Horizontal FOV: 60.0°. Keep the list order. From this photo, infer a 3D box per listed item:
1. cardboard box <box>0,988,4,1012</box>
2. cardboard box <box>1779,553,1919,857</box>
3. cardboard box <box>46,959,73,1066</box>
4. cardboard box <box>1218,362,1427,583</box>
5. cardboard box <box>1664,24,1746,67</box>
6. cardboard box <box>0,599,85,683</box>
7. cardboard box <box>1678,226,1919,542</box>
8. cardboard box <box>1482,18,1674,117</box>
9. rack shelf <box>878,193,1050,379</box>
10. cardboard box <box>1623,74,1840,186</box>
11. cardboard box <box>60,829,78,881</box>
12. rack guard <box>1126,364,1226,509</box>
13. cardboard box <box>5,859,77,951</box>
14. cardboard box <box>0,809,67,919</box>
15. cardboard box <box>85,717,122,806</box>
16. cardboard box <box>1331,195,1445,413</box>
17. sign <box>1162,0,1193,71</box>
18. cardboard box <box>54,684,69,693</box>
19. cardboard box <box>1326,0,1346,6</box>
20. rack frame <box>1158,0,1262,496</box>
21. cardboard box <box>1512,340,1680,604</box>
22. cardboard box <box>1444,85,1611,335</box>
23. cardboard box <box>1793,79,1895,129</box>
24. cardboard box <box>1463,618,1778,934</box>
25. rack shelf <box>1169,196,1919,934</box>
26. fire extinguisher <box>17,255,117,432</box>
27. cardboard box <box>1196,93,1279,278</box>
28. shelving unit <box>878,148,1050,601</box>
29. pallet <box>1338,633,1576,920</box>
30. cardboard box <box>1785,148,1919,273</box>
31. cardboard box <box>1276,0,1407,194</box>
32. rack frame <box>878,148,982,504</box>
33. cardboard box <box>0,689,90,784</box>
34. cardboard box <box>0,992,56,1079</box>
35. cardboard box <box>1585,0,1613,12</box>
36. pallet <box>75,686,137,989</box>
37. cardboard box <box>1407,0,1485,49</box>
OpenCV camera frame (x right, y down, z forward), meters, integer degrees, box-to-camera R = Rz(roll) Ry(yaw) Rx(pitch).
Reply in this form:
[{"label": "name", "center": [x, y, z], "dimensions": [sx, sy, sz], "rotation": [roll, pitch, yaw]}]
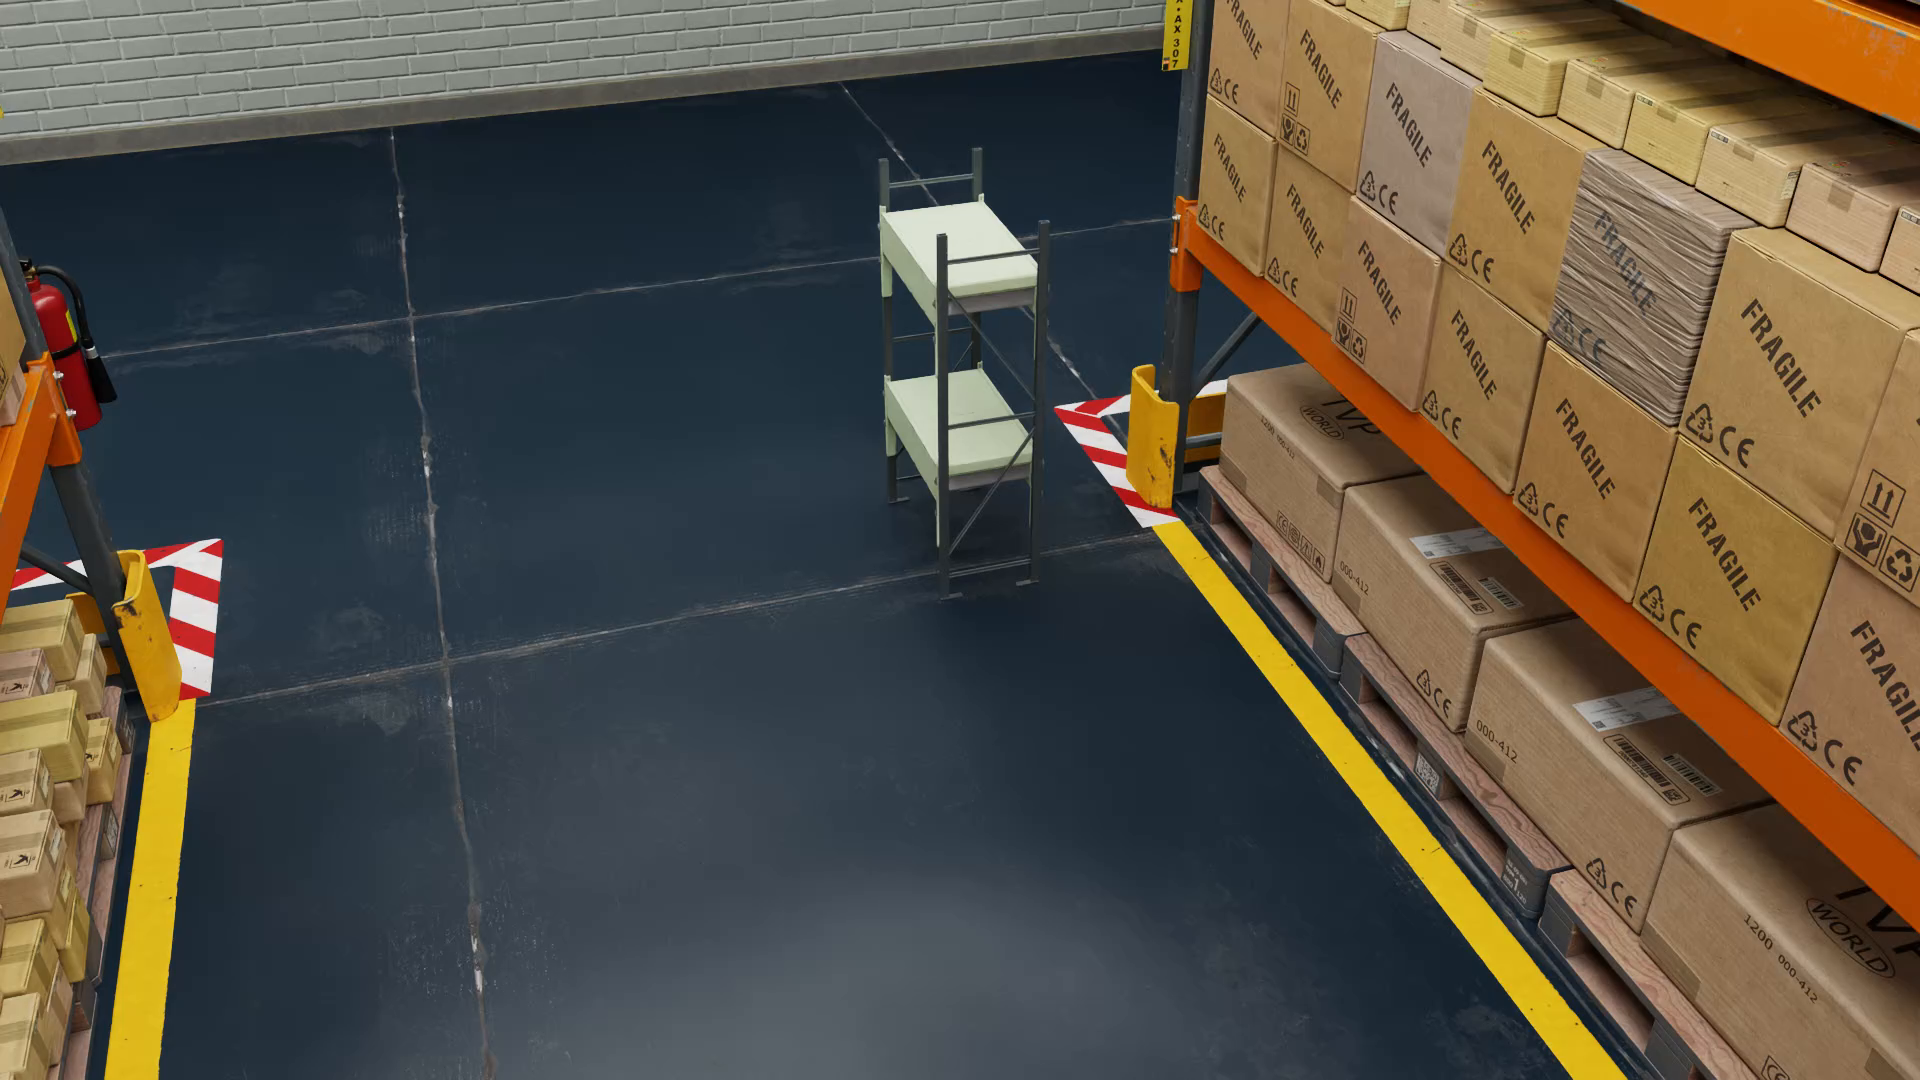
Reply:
[{"label": "cardboard box", "center": [-2.510, 1.164, 3.933], "dimensions": [0.380, 0.149, 0.250], "rotation": [-10, 35, -14]}, {"label": "cardboard box", "center": [2.149, 0.311, 3.468], "dimensions": [0.500, 0.500, 0.500], "rotation": [-10, 35, -14]}, {"label": "cardboard box", "center": [-2.548, 1.263, 4.323], "dimensions": [0.380, 0.149, 0.250], "rotation": [-9, 35, -14]}, {"label": "cardboard box", "center": [1.610, -0.323, 6.462], "dimensions": [0.875, 0.438, 0.875], "rotation": [-11, 35, -16]}, {"label": "cardboard box", "center": [2.117, -1.320, 4.441], "dimensions": [0.380, 0.149, 0.250], "rotation": [-9, 34, -13]}, {"label": "cardboard box", "center": [-2.967, 0.340, 5.180], "dimensions": [0.380, 0.149, 0.250], "rotation": [-10, 35, -14]}, {"label": "cardboard box", "center": [1.980, -0.375, 3.599], "dimensions": [0.500, 0.500, 0.500], "rotation": [-11, 35, -15]}, {"label": "cardboard box", "center": [1.591, -1.222, 4.293], "dimensions": [0.380, 0.149, 0.250], "rotation": [-11, 35, -16]}, {"label": "rack shelf", "center": [0.002, -0.948, 6.116], "dimensions": [0.431, 0.370, 0.720], "rotation": [-10, 35, -15]}, {"label": "cardboard box", "center": [1.807, -0.966, 3.905], "dimensions": [0.380, 0.149, 0.250], "rotation": [-11, 35, -16]}, {"label": "cardboard box", "center": [-2.749, 0.993, 4.732], "dimensions": [0.380, 0.149, 0.250], "rotation": [-10, 35, -14]}, {"label": "rack guard", "center": [1.306, -0.517, 7.078], "dimensions": [1.175, 0.500, 0.348], "rotation": [-10, 35, -15]}, {"label": "cardboard box", "center": [-2.606, 1.000, 4.451], "dimensions": [0.380, 0.149, 0.250], "rotation": [-10, 35, -14]}, {"label": "cardboard box", "center": [-2.591, 0.874, 4.371], "dimensions": [0.380, 0.149, 0.250], "rotation": [-9, 34, -13]}, {"label": "cardboard box", "center": [-2.836, 0.712, 5.156], "dimensions": [0.380, 0.149, 0.250], "rotation": [-9, 35, -13]}, {"label": "cardboard box", "center": [1.505, -0.757, 5.085], "dimensions": [0.500, 0.500, 0.500], "rotation": [-10, 35, -15]}, {"label": "sign", "center": [0.783, -1.851, 5.973], "dimensions": [0.100, 0.325, 0.005], "rotation": [-10, 35, -15]}, {"label": "cardboard box", "center": [-2.908, 0.604, 5.050], "dimensions": [0.380, 0.149, 0.250], "rotation": [-11, 35, -16]}, {"label": "cardboard box", "center": [1.276, -1.762, 5.110], "dimensions": [0.380, 0.149, 0.250], "rotation": [-9, 34, -13]}, {"label": "rack frame", "center": [1.314, -1.547, 6.370], "dimensions": [1.000, 3.000, 0.127], "rotation": [-10, 35, -15]}, {"label": "cardboard box", "center": [1.819, -0.220, 4.271], "dimensions": [0.500, 0.500, 0.500], "rotation": [-11, 35, -15]}, {"label": "cardboard box", "center": [1.670, -0.905, 4.401], "dimensions": [0.500, 0.500, 0.500], "rotation": [-10, 35, -15]}, {"label": "cardboard box", "center": [2.247, -1.048, 4.029], "dimensions": [0.380, 0.149, 0.250], "rotation": [-10, 35, -15]}, {"label": "cardboard box", "center": [2.171, 0.629, 5.020], "dimensions": [0.875, 0.438, 0.875], "rotation": [-11, 35, -16]}, {"label": "rack shelf", "center": [1.924, -0.197, 4.979], "dimensions": [1.077, 0.370, 4.000], "rotation": [-10, 35, -15]}, {"label": "fire extinguisher", "center": [-3.007, -0.683, 5.472], "dimensions": [0.296, 0.674, 0.183], "rotation": [-10, 35, -15]}, {"label": "cardboard box", "center": [1.187, -1.288, 5.888], "dimensions": [0.500, 0.500, 0.500], "rotation": [-10, 35, -15]}, {"label": "shelving unit", "center": [0.002, -0.622, 6.331], "dimensions": [0.431, 1.500, 0.755], "rotation": [-10, 35, -15]}, {"label": "pallet", "center": [2.001, 0.663, 5.556], "dimensions": [1.003, 0.211, 1.213], "rotation": [-10, 35, -15]}, {"label": "cardboard box", "center": [1.999, -0.704, 3.508], "dimensions": [0.380, 0.149, 0.250], "rotation": [-10, 35, -15]}, {"label": "cardboard box", "center": [1.353, -1.436, 5.204], "dimensions": [0.500, 0.500, 0.500], "rotation": [-11, 35, -16]}, {"label": "rack frame", "center": [-0.110, -0.814, 6.622], "dimensions": [0.400, 1.500, 0.023], "rotation": [-10, 35, -15]}, {"label": "cardboard box", "center": [-2.745, 0.596, 4.792], "dimensions": [0.380, 0.149, 0.250], "rotation": [-11, 35, -16]}, {"label": "cardboard box", "center": [-2.435, 1.278, 4.031], "dimensions": [0.380, 0.149, 0.250], "rotation": [-10, 35, -14]}, {"label": "cardboard box", "center": [1.923, -1.583, 4.838], "dimensions": [0.380, 0.149, 0.250], "rotation": [-10, 35, -15]}, {"label": "pallet", "center": [-3.132, 0.974, 5.084], "dimensions": [1.003, 0.211, 1.213], "rotation": [-10, 35, -15]}, {"label": "cardboard box", "center": [1.504, -1.498, 4.710], "dimensions": [0.380, 0.149, 0.250], "rotation": [-10, 35, -14]}]
